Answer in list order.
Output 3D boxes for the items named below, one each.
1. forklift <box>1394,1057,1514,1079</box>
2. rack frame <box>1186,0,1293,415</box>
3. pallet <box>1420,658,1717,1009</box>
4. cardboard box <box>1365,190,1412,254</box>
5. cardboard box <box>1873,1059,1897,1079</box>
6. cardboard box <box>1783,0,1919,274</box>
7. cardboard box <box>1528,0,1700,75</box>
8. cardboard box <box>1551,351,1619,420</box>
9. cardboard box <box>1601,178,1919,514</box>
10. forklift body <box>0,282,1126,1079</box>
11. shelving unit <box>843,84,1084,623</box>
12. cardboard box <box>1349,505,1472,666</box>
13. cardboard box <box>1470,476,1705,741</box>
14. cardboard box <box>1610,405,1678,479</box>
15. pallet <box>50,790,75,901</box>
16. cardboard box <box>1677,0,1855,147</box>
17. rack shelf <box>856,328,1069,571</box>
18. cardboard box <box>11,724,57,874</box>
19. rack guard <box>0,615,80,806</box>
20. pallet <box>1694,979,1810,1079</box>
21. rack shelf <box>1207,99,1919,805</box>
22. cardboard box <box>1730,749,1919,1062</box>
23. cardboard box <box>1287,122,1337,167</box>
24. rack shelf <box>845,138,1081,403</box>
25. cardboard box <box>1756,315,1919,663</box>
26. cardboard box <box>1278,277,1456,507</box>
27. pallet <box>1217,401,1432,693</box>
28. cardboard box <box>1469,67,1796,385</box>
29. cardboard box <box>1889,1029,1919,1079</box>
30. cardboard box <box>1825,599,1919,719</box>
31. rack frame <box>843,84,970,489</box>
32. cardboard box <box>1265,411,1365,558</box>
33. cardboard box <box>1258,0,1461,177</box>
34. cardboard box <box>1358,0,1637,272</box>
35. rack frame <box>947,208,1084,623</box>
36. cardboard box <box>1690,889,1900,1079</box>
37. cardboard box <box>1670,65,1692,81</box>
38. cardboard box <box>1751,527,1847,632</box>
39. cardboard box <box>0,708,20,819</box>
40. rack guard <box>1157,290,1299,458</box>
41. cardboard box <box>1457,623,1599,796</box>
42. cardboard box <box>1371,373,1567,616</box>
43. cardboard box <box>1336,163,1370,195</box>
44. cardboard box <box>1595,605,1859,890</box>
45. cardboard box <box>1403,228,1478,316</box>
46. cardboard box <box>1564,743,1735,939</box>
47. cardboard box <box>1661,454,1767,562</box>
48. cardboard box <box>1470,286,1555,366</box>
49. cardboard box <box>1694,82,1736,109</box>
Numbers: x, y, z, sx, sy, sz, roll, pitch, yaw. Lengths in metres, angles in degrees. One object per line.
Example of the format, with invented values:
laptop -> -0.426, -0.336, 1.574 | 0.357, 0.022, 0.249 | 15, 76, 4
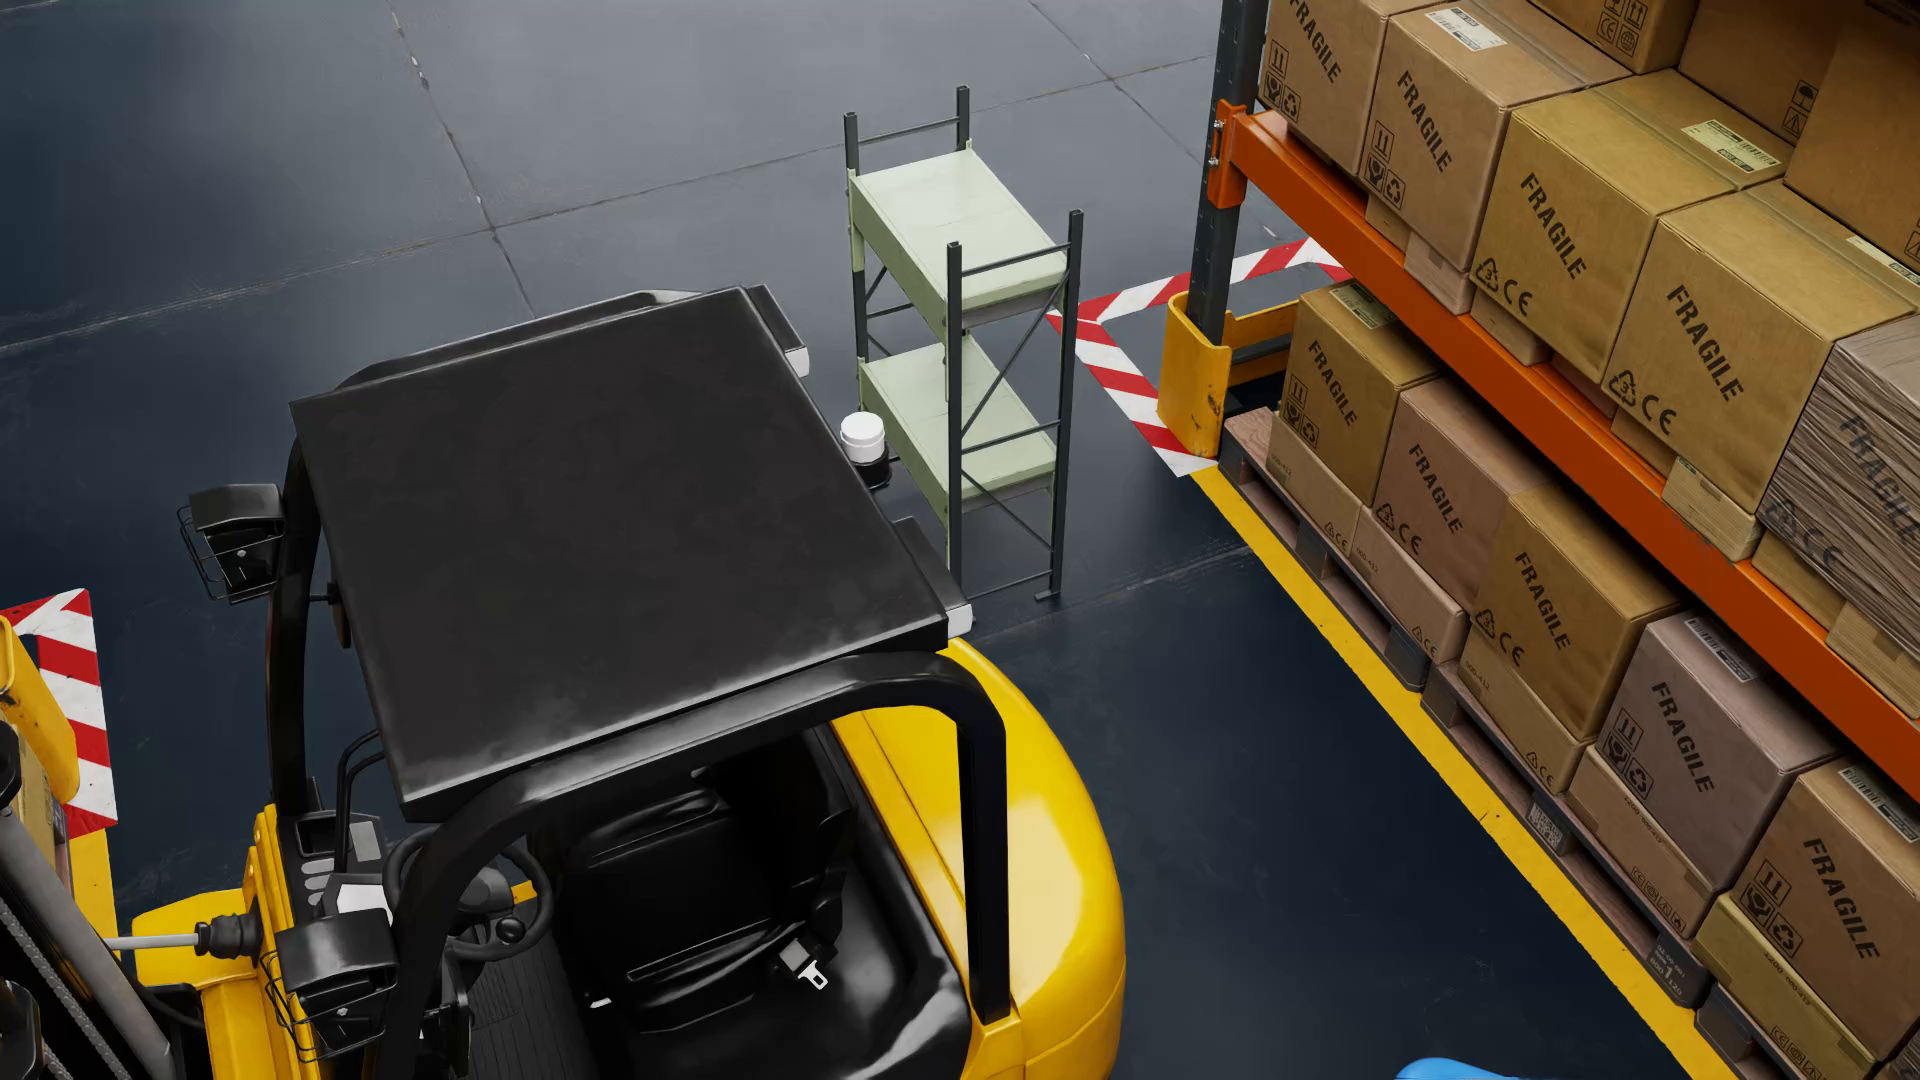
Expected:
forklift -> 2.092, 1.392, 2.252 | 3.031, 2.935, 1.130 | 15, 47, 15
rack frame -> 1.287, -1.682, 5.319 | 1.000, 3.000, 0.127 | -18, 47, -17
pallet -> 2.137, 0.664, 4.927 | 1.003, 0.211, 1.213 | -18, 47, -17
cardboard box -> 1.399, -0.965, 4.771 | 0.380, 0.149, 0.250 | -19, 48, -19
cardboard box -> 2.476, 1.399, 3.855 | 0.500, 0.250, 0.500 | -16, 47, -16
cardboard box -> 2.297, -0.940, 3.572 | 0.700, 0.500, 0.500 | -18, 47, -18
cardboard box -> 1.906, -1.593, 4.234 | 0.700, 0.500, 0.500 | -18, 47, -17
cardboard box -> 1.769, -0.484, 4.284 | 0.380, 0.149, 0.250 | -17, 47, -16
cardboard box -> 1.891, -0.464, 3.802 | 0.500, 0.500, 0.500 | -19, 48, -18
forklift body -> -0.763, 0.758, 3.450 | 2.313, 2.155, 1.214 | -18, 47, -17
shelving unit -> -0.003, -0.538, 5.228 | 0.431, 1.500, 0.755 | -18, 47, -17
cardboard box -> 1.583, 0.071, 5.201 | 0.500, 0.250, 0.500 | -16, 47, -16
cardboard box -> 1.813, 0.145, 4.592 | 0.500, 0.500, 0.500 | -17, 47, -17
cardboard box -> 1.853, -0.307, 4.105 | 0.380, 0.149, 0.250 | -19, 48, -18
pallet -> -2.856, 1.254, 4.329 | 1.003, 0.211, 1.213 | -18, 47, -17
cardboard box -> 2.213, -1.299, 3.936 | 0.700, 0.500, 0.500 | -19, 48, -18
rack shelf -> -0.003, -0.306, 5.457 | 0.431, 0.370, 0.720 | -18, 47, -17
cardboard box -> -2.731, 0.822, 4.440 | 0.500, 0.250, 0.500 | -18, 47, -17
rack guard -> -3.225, 0.661, 4.724 | 1.175, 0.500, 0.348 | -18, 47, -17
pallet -> 2.654, 1.442, 4.138 | 1.003, 0.211, 1.213 | -18, 47, -17
rack shelf -> 2.128, -0.151, 4.280 | 1.077, 0.370, 4.000 | -18, 47, -17
cardboard box -> 2.261, 0.808, 3.920 | 0.500, 0.500, 0.500 | -17, 47, -17
cardboard box -> 1.242, -1.315, 5.126 | 0.380, 0.149, 0.250 | -18, 47, -17
rack shelf -> -0.003, -0.816, 4.953 | 0.431, 0.370, 0.720 | -18, 47, -17
cardboard box -> 2.111, -0.139, 3.473 | 0.500, 0.500, 0.500 | -17, 47, -16
cardboard box -> 1.385, -0.509, 5.255 | 0.500, 0.500, 0.500 | -20, 48, -19
pallet -> 1.628, -0.113, 5.714 | 1.003, 0.211, 1.213 | -18, 47, -17
cardboard box -> 1.670, -0.786, 4.128 | 0.500, 0.500, 0.500 | -19, 48, -18
cardboard box -> 2.476, 1.132, 3.592 | 0.500, 0.500, 0.500 | -19, 48, -18
cardboard box -> 2.127, 0.195, 3.595 | 0.380, 0.149, 0.250 | -19, 48, -18
rack frame -> -0.157, -0.771, 5.464 | 0.400, 1.500, 0.023 | -18, 47, -17
cardboard box -> 1.375, -0.257, 5.533 | 0.500, 0.250, 0.500 | -18, 48, -18
cardboard box -> 1.234, -1.440, 4.790 | 0.500, 0.500, 0.500 | -19, 48, -18
cardboard box -> 1.455, -1.110, 4.457 | 0.500, 0.500, 0.500 | -17, 47, -16
rack frame -> 0.151, -0.305, 4.991 | 0.400, 1.500, 0.023 | -18, 47, -17
cardboard box -> 2.243, 1.063, 4.196 | 0.500, 0.250, 0.500 | -19, 48, -18
cardboard box -> 1.971, -1.238, 4.586 | 0.500, 0.500, 0.500 | -18, 47, -17
cardboard box -> 2.046, 0.023, 3.769 | 0.380, 0.149, 0.250 | -19, 48, -18
cardboard box -> -2.727, 0.656, 4.253 | 0.500, 0.250, 0.500 | -19, 48, -18
rack guard -> 1.319, -0.744, 6.148 | 1.175, 0.500, 0.348 | -18, 47, -17
cardboard box -> 1.824, 0.415, 4.853 | 0.500, 0.250, 0.500 | -15, 47, -15
cardboard box -> 1.609, -0.177, 4.918 | 0.500, 0.500, 0.500 | -20, 48, -19
cardboard box -> 1.361, -1.158, 4.967 | 0.380, 0.149, 0.250 | -17, 47, -17
cardboard box -> 2.045, 0.483, 4.249 | 0.500, 0.500, 0.500 | -16, 47, -15
cardboard box -> 1.464, -0.790, 4.594 | 0.380, 0.149, 0.250 | -17, 47, -17
cardboard box -> 2.034, 0.737, 4.526 | 0.500, 0.250, 0.500 | -17, 47, -17
cardboard box -> 1.905, -0.130, 3.925 | 0.380, 0.149, 0.250 | -18, 47, -17
cardboard box -> 1.603, -0.635, 4.437 | 0.380, 0.149, 0.250 | -17, 47, -16
cardboard box -> 2.178, -0.918, 4.262 | 0.500, 0.500, 0.500 | -18, 47, -18
